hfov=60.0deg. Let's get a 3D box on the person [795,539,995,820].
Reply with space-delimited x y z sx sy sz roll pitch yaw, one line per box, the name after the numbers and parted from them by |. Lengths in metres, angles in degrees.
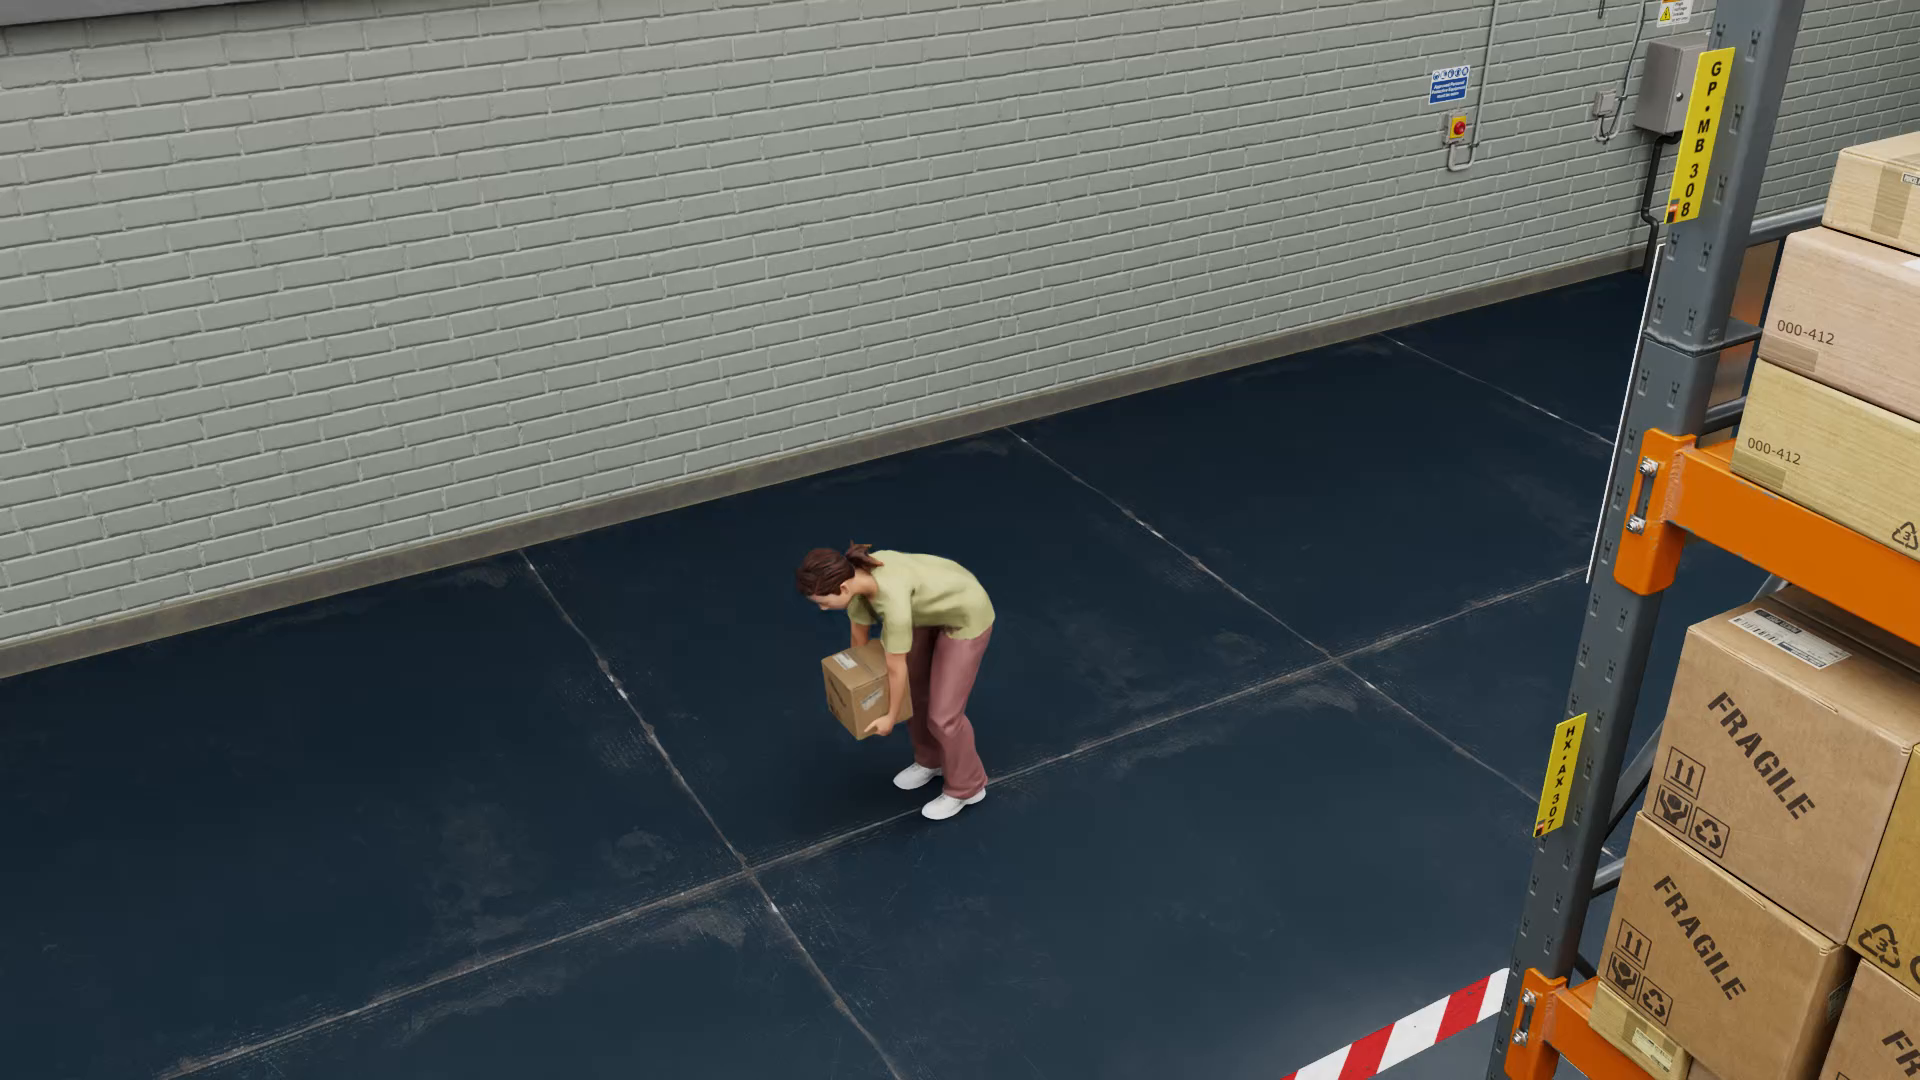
-0.253 0.534 6.548 0.812 1.311 0.410 -17 33 -27 | person
